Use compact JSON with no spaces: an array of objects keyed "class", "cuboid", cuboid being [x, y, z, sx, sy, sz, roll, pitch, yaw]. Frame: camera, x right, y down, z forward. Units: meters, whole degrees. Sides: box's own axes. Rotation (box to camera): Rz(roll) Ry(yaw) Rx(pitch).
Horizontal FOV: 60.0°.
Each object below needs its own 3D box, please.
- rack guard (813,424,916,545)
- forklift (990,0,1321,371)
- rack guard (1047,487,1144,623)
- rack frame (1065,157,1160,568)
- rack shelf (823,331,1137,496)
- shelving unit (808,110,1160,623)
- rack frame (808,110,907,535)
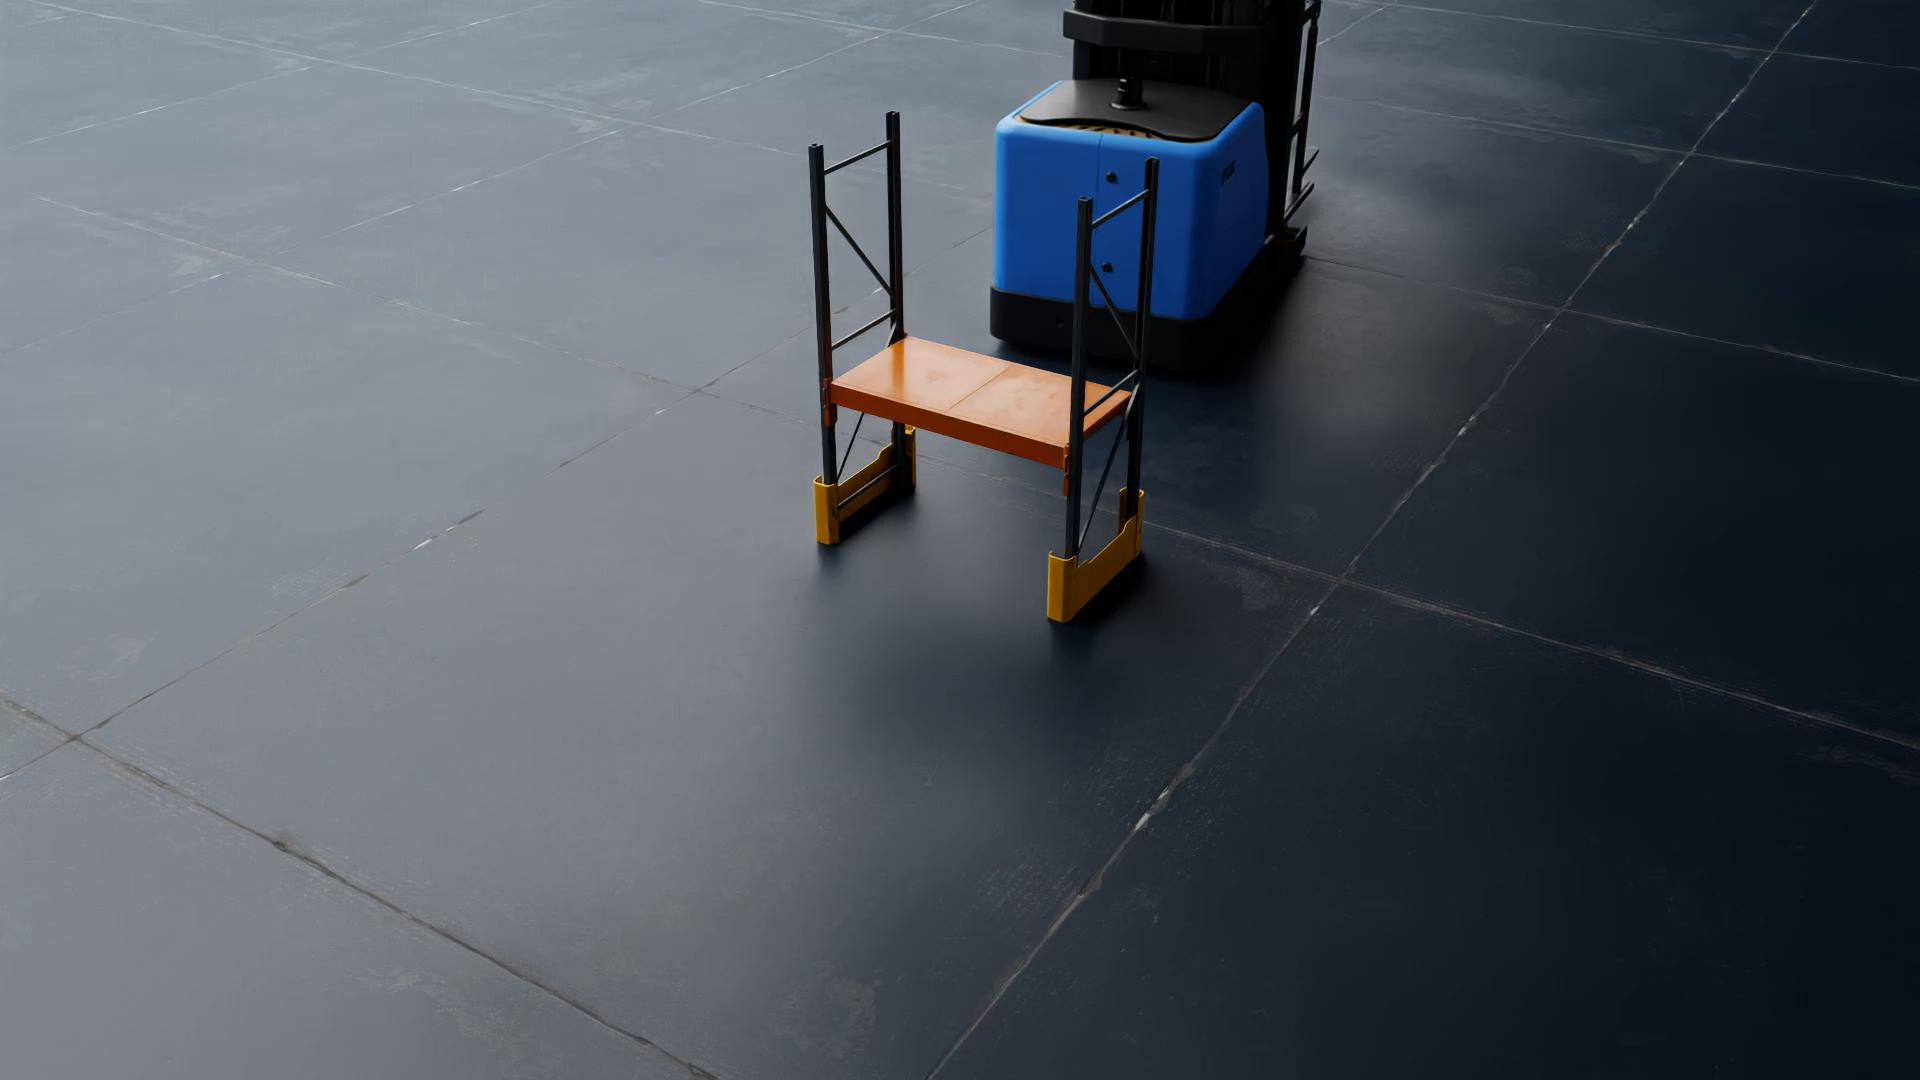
[{"class":"rack guard","cuboid":[-0.357,-0.221,6.381,0.087,0.250,0.587,18,35,27]},{"class":"forklift","cuboid":[1.189,-2.743,8.044,1.130,2.935,3.031,12,32,20]},{"class":"rack guard","cuboid":[0.486,0.046,5.923,0.087,0.250,0.587,18,35,27]},{"class":"rack frame","cuboid":[0.503,-0.489,5.599,0.032,1.500,0.500,18,35,27]},{"class":"rack shelf","cuboid":[0.072,-0.470,5.924,1.000,0.185,0.538,18,35,27]},{"class":"shelving unit","cuboid":[0.065,-0.627,5.837,1.083,1.500,0.587,18,35,27]},{"class":"rack frame","cuboid":[-0.358,-0.761,6.066,0.032,1.500,0.500,18,35,27]}]
